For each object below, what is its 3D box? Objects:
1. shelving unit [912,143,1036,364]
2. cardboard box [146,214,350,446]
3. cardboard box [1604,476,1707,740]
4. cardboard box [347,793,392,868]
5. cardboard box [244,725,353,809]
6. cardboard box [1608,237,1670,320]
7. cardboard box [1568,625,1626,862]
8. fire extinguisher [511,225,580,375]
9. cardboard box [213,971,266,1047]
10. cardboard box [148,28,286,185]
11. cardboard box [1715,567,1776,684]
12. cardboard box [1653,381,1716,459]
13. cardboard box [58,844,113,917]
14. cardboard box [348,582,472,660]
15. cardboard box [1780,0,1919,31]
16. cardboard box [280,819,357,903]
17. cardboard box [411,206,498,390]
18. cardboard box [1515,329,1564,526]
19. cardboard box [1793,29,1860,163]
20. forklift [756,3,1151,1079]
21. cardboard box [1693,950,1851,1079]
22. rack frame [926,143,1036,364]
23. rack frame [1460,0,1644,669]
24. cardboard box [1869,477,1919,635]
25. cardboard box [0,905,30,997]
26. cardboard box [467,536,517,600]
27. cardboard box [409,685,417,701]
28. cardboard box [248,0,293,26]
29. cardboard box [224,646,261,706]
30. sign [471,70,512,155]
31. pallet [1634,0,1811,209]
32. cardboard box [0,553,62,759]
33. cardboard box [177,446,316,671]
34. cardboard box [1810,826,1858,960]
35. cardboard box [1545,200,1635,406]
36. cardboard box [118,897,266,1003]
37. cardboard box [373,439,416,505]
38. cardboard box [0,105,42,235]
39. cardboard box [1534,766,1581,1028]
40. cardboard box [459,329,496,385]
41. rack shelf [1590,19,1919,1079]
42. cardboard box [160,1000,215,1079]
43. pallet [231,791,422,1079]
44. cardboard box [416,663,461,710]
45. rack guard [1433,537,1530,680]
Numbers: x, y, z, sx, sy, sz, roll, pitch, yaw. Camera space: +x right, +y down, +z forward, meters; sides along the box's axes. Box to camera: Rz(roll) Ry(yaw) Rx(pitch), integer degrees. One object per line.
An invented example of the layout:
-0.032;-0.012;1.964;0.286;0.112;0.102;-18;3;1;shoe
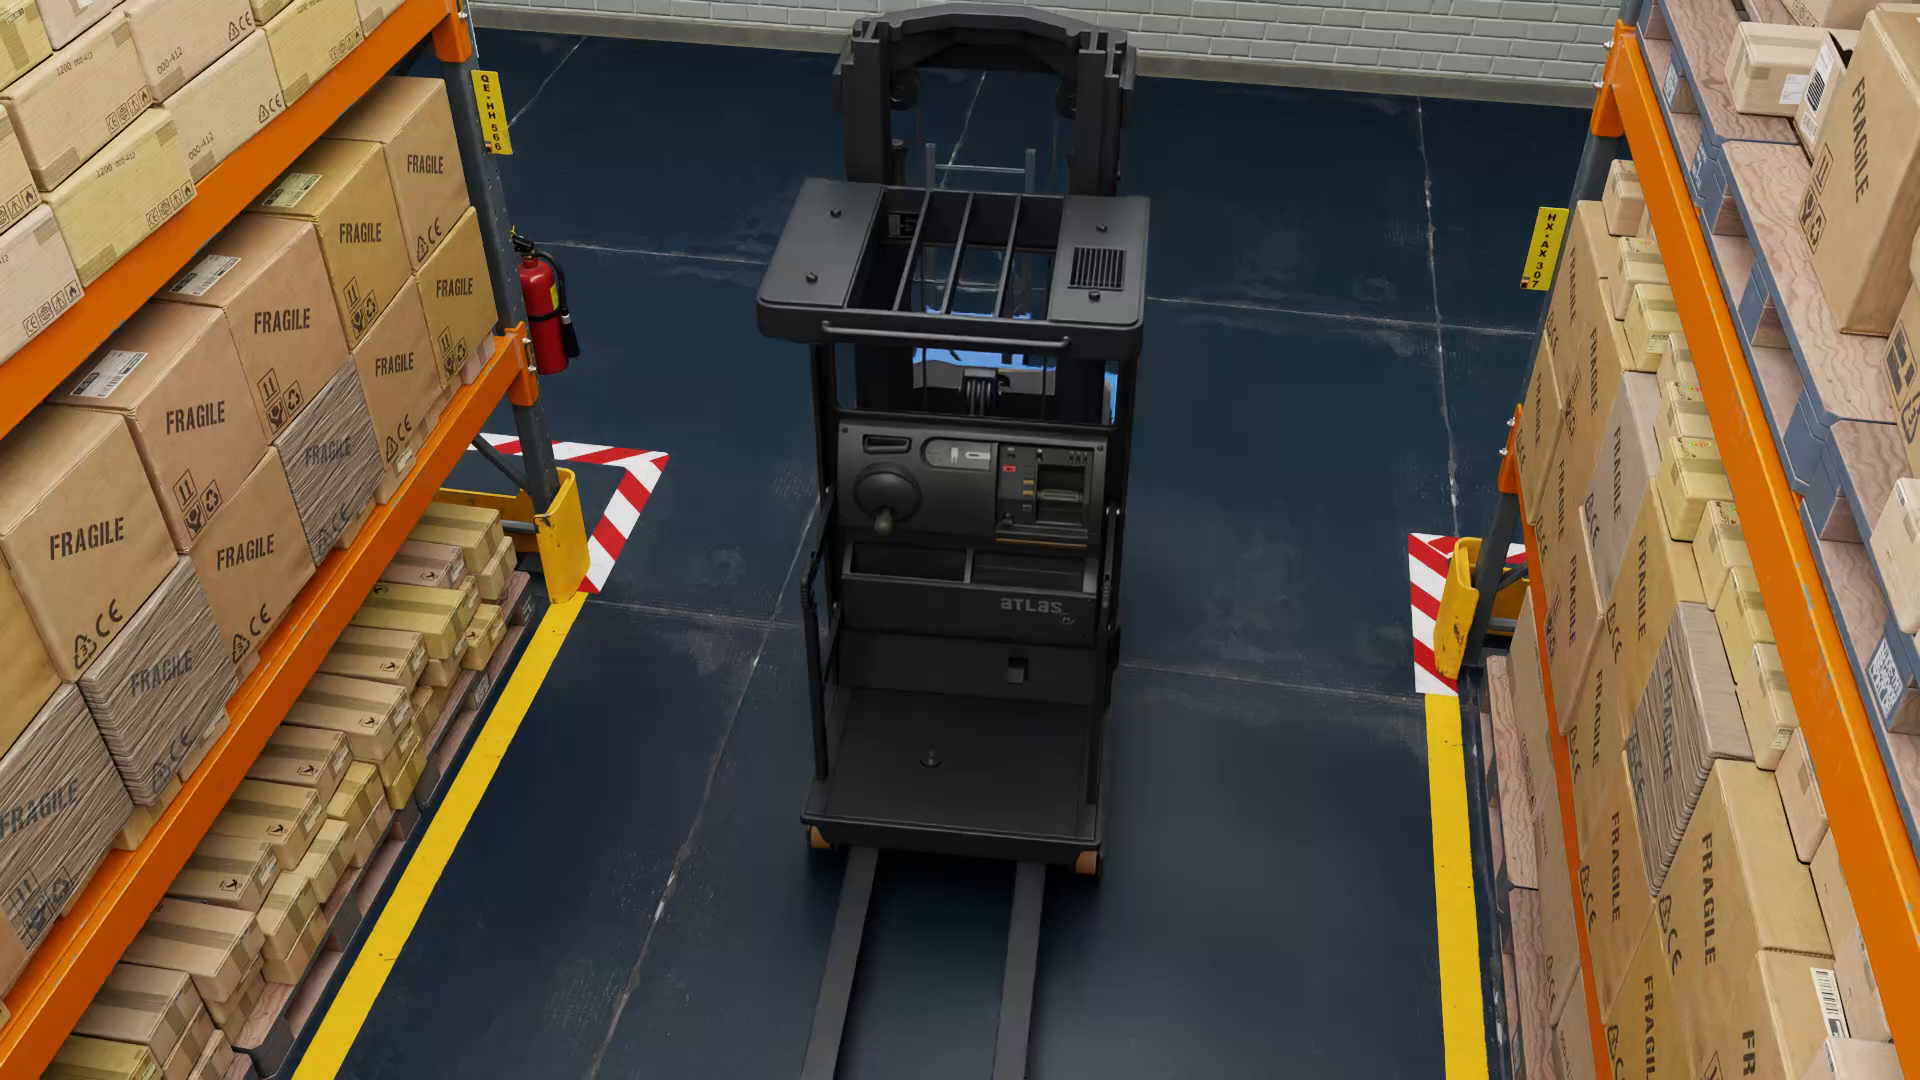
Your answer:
0.033;-0.880;7.638;0.538;1.500;1.048;4;40;5;shelving unit
-2.277;-0.663;5.101;0.500;0.500;0.500;8;40;10;cardboard box
2.006;0.206;4.283;0.500;0.500;0.500;7;40;8;cardboard box
-2.314;1.028;6.061;0.380;0.149;0.250;7;40;9;cardboard box
-2.389;0.795;5.875;0.380;0.149;0.250;5;40;6;cardboard box
2.152;-0.761;4.944;0.380;0.149;0.250;8;40;9;cardboard box
2.017;0.583;4.612;0.500;0.500;0.500;8;40;9;cardboard box
-1.776;-1.018;6.980;0.296;0.674;0.183;6;40;8;fire extinguisher
-2.542;1.504;5.485;0.380;0.149;0.250;5;40;6;cardboard box
-2.272;-1.237;4.656;0.500;0.250;0.500;8;40;10;cardboard box
1.950;0.211;3.768;0.380;0.149;0.250;6;40;7;cardboard box
2.046;-0.271;4.351;0.380;0.149;0.250;7;40;8;cardboard box
-2.576;0.868;4.543;0.380;0.149;0.250;5;40;6;cardboard box
-2.135;0.312;6.460;0.380;0.149;0.250;6;40;7;cardboard box
2.630;-1.608;4.696;0.500;0.250;0.500;3;40;4;cardboard box
-2.332;1.088;5.754;0.380;0.149;0.250;7;40;8;cardboard box
-2.098;-0.927;6.205;0.500;0.500;0.500;7;40;9;cardboard box
2.253;-0.371;5.766;0.500;0.500;0.500;6;40;7;cardboard box
2.311;-0.990;3.901;0.500;0.311;0.500;7;40;8;cardboard box
0.015;-0.115;5.589;1.130;2.935;3.031;4;40;5;forklift
1.737;1.158;3.132;0.500;0.500;0.500;6;40;7;cardboard box
0.093;-1.202;8.027;0.500;1.500;0.032;4;40;5;rack frame
2.619;-0.602;6.124;1.000;3.000;0.127;6;40;8;rack frame
1.768;0.047;2.774;0.380;0.149;0.250;7;40;9;cardboard box
-2.632;0.990;3.887;0.500;0.500;0.500;6;40;7;cardboard box
-2.084;0.101;6.948;0.380;0.149;0.250;5;40;6;cardboard box
-2.320;0.584;6.363;0.380;0.149;0.250;6;40;7;cardboard box
-2.190;-1.737;4.868;0.500;0.250;0.500;5;40;6;cardboard box
-2.414;0.376;5.138;0.380;0.149;0.250;8;40;9;cardboard box
-1.731;-1.578;6.148;0.100;0.325;0.005;6;40;8;sign
2.501;-1.257;4.632;1.003;0.211;1.213;6;40;8;pallet
-2.573;0.304;3.931;0.500;0.500;0.500;5;40;6;cardboard box
-2.367;0.027;5.052;0.500;0.500;0.500;8;40;10;cardboard box
1.872;0.697;3.180;0.380;0.149;0.250;6;40;8;cardboard box
2.256;-0.756;5.447;0.500;0.500;0.500;6;40;7;cardboard box
-2.454;1.293;5.273;0.380;0.149;0.250;7;40;9;cardboard box
-2.181;-0.278;5.929;0.380;0.149;0.250;7;40;9;cardboard box
-2.455;-0.767;3.695;0.500;0.250;0.500;7;40;8;cardboard box
2.453;1.224;5.596;0.875;0.438;0.875;7;40;9;cardboard box
-2.052;-0.752;6.502;0.380;0.149;0.250;6;40;8;cardboard box
2.273;-0.225;3.879;1.077;0.370;4.000;6;40;8;rack shelf
-2.576;1.562;5.182;0.380;0.149;0.250;4;40;5;cardboard box
-2.676;1.308;6.003;1.003;0.211;1.213;6;40;8;pallet
-2.235;0.535;6.657;0.380;0.149;0.250;6;40;7;cardboard box
2.623;0.347;6.938;1.175;0.500;0.348;6;40;8;rack guard
